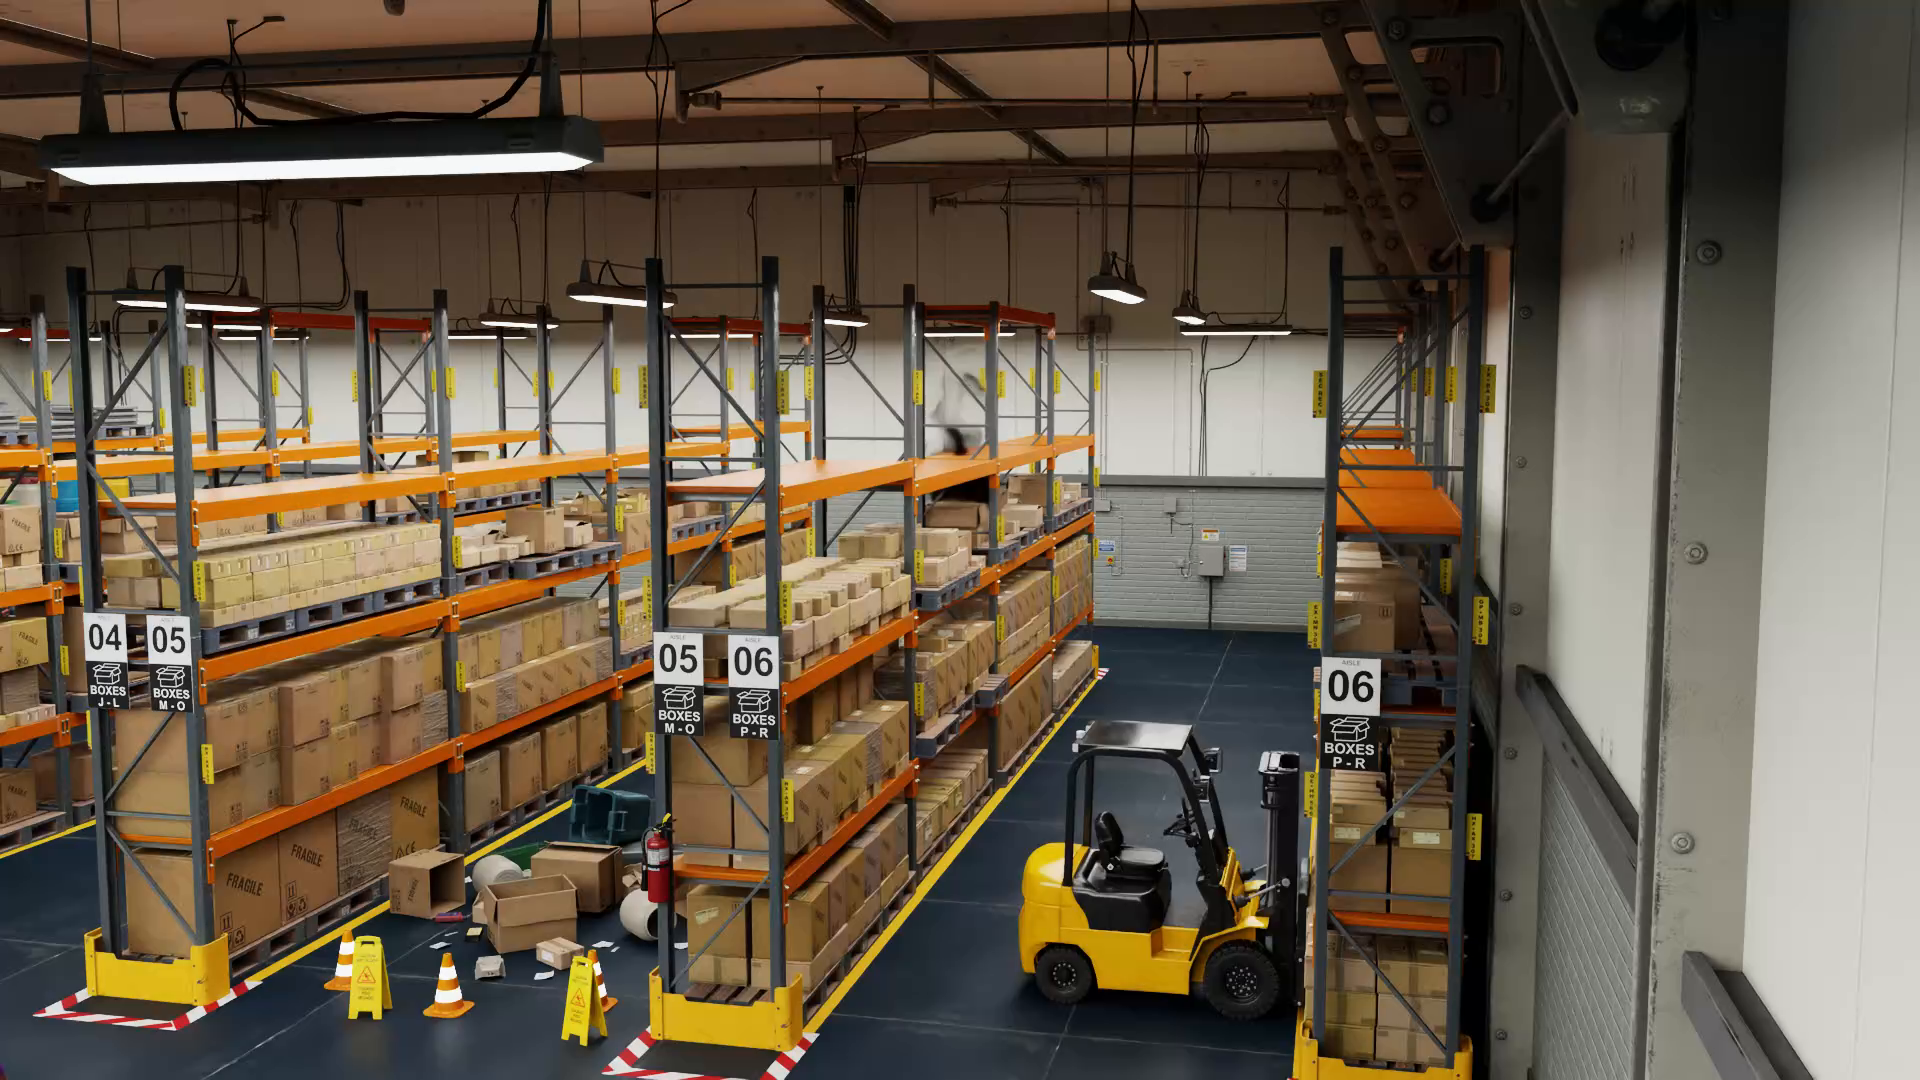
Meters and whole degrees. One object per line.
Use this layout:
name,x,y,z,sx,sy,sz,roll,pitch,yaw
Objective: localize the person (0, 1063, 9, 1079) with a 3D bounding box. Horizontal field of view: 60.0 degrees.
person,-5.660,3.386,9.207,0.698,1.729,0.546,-2,6,-23
